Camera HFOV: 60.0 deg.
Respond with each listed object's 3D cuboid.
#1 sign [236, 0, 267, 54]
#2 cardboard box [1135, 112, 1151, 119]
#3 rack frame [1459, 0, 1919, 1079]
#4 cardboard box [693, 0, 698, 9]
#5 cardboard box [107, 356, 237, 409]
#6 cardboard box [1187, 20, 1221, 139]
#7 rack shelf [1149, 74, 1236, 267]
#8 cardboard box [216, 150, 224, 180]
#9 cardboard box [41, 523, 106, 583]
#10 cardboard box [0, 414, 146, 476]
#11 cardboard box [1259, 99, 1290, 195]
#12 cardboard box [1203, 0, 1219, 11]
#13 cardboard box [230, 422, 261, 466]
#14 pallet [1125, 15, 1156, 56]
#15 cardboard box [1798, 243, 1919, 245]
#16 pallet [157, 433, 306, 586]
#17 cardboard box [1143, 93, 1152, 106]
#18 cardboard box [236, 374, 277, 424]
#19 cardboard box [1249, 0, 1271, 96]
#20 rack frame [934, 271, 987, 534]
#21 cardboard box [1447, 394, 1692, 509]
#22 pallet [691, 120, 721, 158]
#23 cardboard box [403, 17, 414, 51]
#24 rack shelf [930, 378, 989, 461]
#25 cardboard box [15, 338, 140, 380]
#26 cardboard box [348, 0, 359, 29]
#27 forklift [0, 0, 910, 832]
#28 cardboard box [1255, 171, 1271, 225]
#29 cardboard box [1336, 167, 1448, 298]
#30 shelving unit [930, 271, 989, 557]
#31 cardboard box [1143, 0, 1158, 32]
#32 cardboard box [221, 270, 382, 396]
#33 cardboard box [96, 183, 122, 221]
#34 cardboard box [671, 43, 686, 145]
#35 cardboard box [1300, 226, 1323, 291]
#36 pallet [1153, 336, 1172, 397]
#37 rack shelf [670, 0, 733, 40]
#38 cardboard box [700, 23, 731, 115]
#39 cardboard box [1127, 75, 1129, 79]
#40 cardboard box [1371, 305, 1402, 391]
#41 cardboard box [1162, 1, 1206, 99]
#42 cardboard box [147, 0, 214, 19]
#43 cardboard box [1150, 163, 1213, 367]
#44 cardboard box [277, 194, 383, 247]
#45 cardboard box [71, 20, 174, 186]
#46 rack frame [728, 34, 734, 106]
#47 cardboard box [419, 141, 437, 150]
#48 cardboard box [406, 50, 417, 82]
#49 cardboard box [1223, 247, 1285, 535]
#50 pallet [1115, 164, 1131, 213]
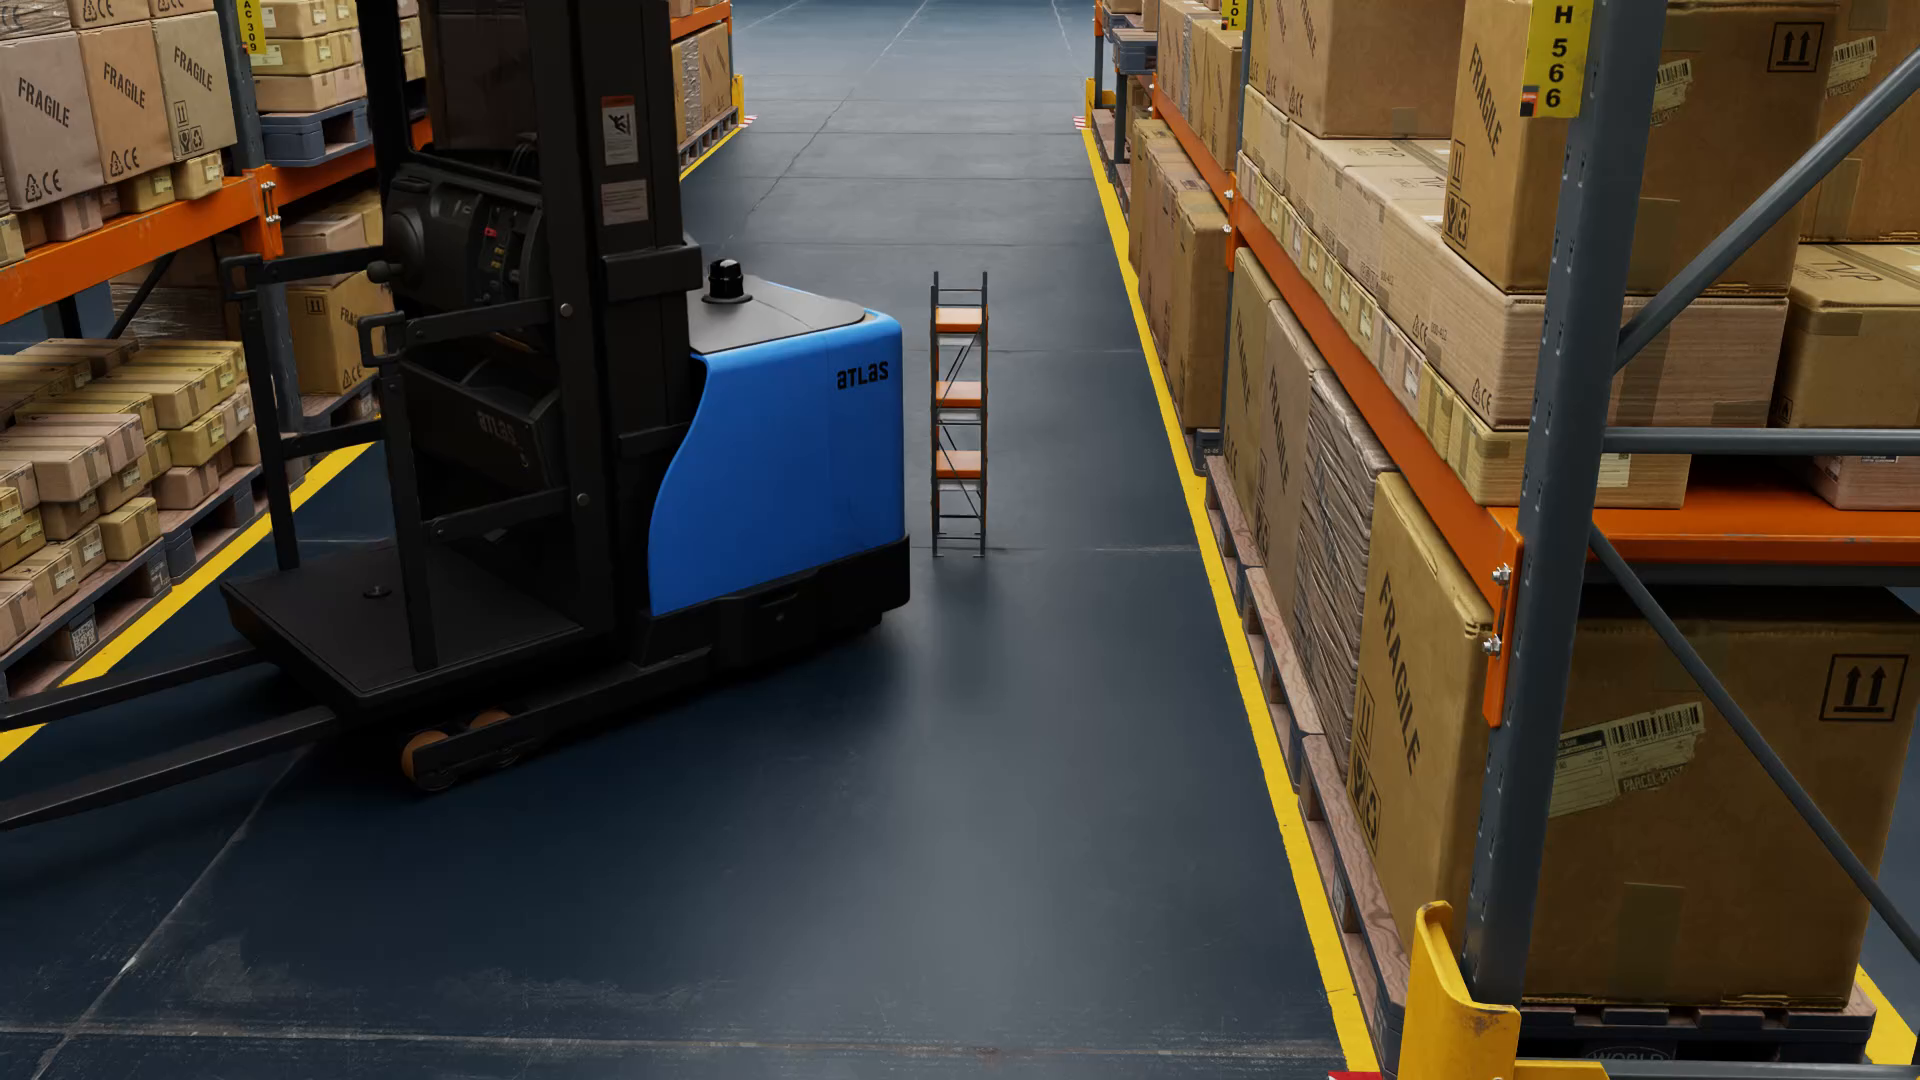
[{"bbox_3d":[-2.817,-2.094,6.583,0.100,0.325,0.005,1,21,2],"label":"sign"},{"bbox_3d":[1.765,-3.141,13.325,0.700,0.500,0.500,1,21,1],"label":"cardboard box"},{"bbox_3d":[1.470,-0.157,2.786,0.949,2.616,0.053,1,21,2],"label":"rack frame"},{"bbox_3d":[-3.098,-5.568,16.525,0.875,0.550,0.550,1,21,2],"label":"cardboard box"},{"bbox_3d":[-3.079,-0.614,6.502,0.380,0.149,0.250,1,21,2],"label":"cardboard box"},{"bbox_3d":[1.367,-2.189,7.887,0.500,0.500,0.500,0,21,1],"label":"cardboard box"},{"bbox_3d":[1.656,-1.991,8.507,1.077,0.370,4.000,1,21,2],"label":"rack shelf"},{"bbox_3d":[-3.135,-1.471,6.521,0.380,0.149,0.250,0,21,1],"label":"cardboard box"},{"bbox_3d":[-3.138,0.053,5.607,0.380,0.149,0.250,1,21,3],"label":"cardboard box"},{"bbox_3d":[-3.081,-0.332,5.775,0.380,0.149,0.250,0,21,-1],"label":"cardboard box"},{"bbox_3d":[1.299,-1.325,5.593,0.500,0.250,0.500,1,21,1],"label":"cardboard box"},{"bbox_3d":[1.655,-3.064,8.753,0.797,0.503,0.637,1,21,3],"label":"cardboard box"},{"bbox_3d":[-3.031,-0.415,6.813,0.380,0.149,0.250,1,21,2],"label":"cardboard box"},{"bbox_3d":[1.736,-3.676,12.121,1.003,0.211,1.213,1,21,2],"label":"pallet"},{"bbox_3d":[1.767,-0.584,3.683,0.500,0.250,0.500,0,21,1],"label":"cardboard box"},{"bbox_3d":[-3.345,-0.151,6.626,1.003,0.211,1.213,1,21,2],"label":"pallet"},{"bbox_3d":[1.890,-3.670,14.716,0.500,0.500,0.500,0,21,0],"label":"cardboard box"},{"bbox_3d":[-3.052,-0.582,6.831,0.380,0.149,0.250,1,21,3],"label":"cardboard box"},{"bbox_3d":[1.325,-1.851,5.912,0.500,0.500,0.500,1,21,2],"label":"cardboard box"},{"bbox_3d":[0.002,-0.514,6.403,0.200,1.050,0.008,1,21,2],"label":"rack frame"},{"bbox_3d":[1.155,-0.172,3.172,0.380,0.149,0.250,1,21,3],"label":"cardboard box"},{"bbox_3d":[-2.981,-4.003,16.553,1.003,0.211,1.213,1,21,2],"label":"pallet"},{"bbox_3d":[-2.862,-2.427,7.994,0.380,0.149,0.250,1,21,4],"label":"cardboard box"},{"bbox_3d":[-0.002,-0.460,6.293,0.215,0.259,0.240,1,21,2],"label":"rack shelf"},{"bbox_3d":[-3.577,-0.716,6.765,0.380,0.149,0.250,1,21,4],"label":"cardboard box"},{"bbox_3d":[-2.875,-2.381,7.463,0.380,0.149,0.250,1,21,2],"label":"cardboard box"},{"bbox_3d":[-1.611,-0.870,4.720,3.031,2.935,1.130,-18,27,-38],"label":"forklift"},{"bbox_3d":[1.238,-1.192,5.802,0.380,0.149,0.250,1,21,3],"label":"cardboard box"},{"bbox_3d":[1.254,-0.771,4.165,0.500,0.250,0.500,0,21,0],"label":"cardboard box"},{"bbox_3d":[-0.002,-0.470,6.289,0.215,1.050,0.252,1,21,2],"label":"shelving unit"},{"bbox_3d":[1.610,-3.690,11.174,0.700,0.500,0.500,4,22,10],"label":"cardboard box"},{"bbox_3d":[-3.072,-0.989,7.805,0.500,0.500,0.500,1,21,4],"label":"cardboard box"},{"bbox_3d":[-3.178,-1.188,5.792,0.380,0.149,0.250,0,21,0],"label":"cardboard box"},{"bbox_3d":[-3.027,-4.018,15.095,0.875,0.875,0.875,1,21,2],"label":"cardboard box"},{"bbox_3d":[1.207,-0.819,4.840,0.380,0.149,0.250,0,21,0],"label":"cardboard box"},{"bbox_3d":[1.577,-1.025,8.879,1.003,0.211,1.213,1,21,2],"label":"pallet"},{"bbox_3d":[-3.056,-4.974,16.197,1.077,0.370,4.000,1,21,2],"label":"rack shelf"},{"bbox_3d":[-2.949,-4.992,17.605,0.875,0.875,0.875,1,21,2],"label":"cardboard box"},{"bbox_3d":[1.940,-4.530,16.932,0.500,0.500,0.500,6,22,16],"label":"cardboard box"},{"bbox_3d":[1.178,-0.447,3.882,0.380,0.149,0.250,1,21,3],"label":"cardboard box"},{"bbox_3d":[1.416,-2.736,9.297,0.500,0.500,0.500,0,21,0],"label":"cardboard box"},{"bbox_3d":[-3.104,-2.172,6.050,0.500,0.500,0.500,0,21,0],"label":"cardboard box"},{"bbox_3d":[1.621,-1.363,8.251,1.225,0.875,0.875,0,21,0],"label":"cardboard box"},{"bbox_3d":[-3.060,-1.531,8.166,0.500,0.250,0.500,1,21,3],"label":"cardboard box"},{"bbox_3d":[-3.109,-1.514,5.734,0.500,0.500,0.500,0,21,0],"label":"cardboard box"},{"bbox_3d":[-2.995,-6.033,17.930,1.000,3.000,0.127,1,21,2],"label":"rack frame"},{"bbox_3d":[-2.997,-2.270,10.071,0.500,0.250,0.500,0,21,0],"label":"cardboard box"},{"bbox_3d":[-2.858,-2.283,8.034,0.380,0.149,0.250,0,21,-1],"label":"cardboard box"},{"bbox_3d":[1.495,-0.570,6.209,0.875,0.875,0.875,1,21,2],"label":"cardboard box"},{"bbox_3d":[1.816,-2.914,13.747,1.003,0.211,1.213,1,21,2],"label":"pallet"}]
